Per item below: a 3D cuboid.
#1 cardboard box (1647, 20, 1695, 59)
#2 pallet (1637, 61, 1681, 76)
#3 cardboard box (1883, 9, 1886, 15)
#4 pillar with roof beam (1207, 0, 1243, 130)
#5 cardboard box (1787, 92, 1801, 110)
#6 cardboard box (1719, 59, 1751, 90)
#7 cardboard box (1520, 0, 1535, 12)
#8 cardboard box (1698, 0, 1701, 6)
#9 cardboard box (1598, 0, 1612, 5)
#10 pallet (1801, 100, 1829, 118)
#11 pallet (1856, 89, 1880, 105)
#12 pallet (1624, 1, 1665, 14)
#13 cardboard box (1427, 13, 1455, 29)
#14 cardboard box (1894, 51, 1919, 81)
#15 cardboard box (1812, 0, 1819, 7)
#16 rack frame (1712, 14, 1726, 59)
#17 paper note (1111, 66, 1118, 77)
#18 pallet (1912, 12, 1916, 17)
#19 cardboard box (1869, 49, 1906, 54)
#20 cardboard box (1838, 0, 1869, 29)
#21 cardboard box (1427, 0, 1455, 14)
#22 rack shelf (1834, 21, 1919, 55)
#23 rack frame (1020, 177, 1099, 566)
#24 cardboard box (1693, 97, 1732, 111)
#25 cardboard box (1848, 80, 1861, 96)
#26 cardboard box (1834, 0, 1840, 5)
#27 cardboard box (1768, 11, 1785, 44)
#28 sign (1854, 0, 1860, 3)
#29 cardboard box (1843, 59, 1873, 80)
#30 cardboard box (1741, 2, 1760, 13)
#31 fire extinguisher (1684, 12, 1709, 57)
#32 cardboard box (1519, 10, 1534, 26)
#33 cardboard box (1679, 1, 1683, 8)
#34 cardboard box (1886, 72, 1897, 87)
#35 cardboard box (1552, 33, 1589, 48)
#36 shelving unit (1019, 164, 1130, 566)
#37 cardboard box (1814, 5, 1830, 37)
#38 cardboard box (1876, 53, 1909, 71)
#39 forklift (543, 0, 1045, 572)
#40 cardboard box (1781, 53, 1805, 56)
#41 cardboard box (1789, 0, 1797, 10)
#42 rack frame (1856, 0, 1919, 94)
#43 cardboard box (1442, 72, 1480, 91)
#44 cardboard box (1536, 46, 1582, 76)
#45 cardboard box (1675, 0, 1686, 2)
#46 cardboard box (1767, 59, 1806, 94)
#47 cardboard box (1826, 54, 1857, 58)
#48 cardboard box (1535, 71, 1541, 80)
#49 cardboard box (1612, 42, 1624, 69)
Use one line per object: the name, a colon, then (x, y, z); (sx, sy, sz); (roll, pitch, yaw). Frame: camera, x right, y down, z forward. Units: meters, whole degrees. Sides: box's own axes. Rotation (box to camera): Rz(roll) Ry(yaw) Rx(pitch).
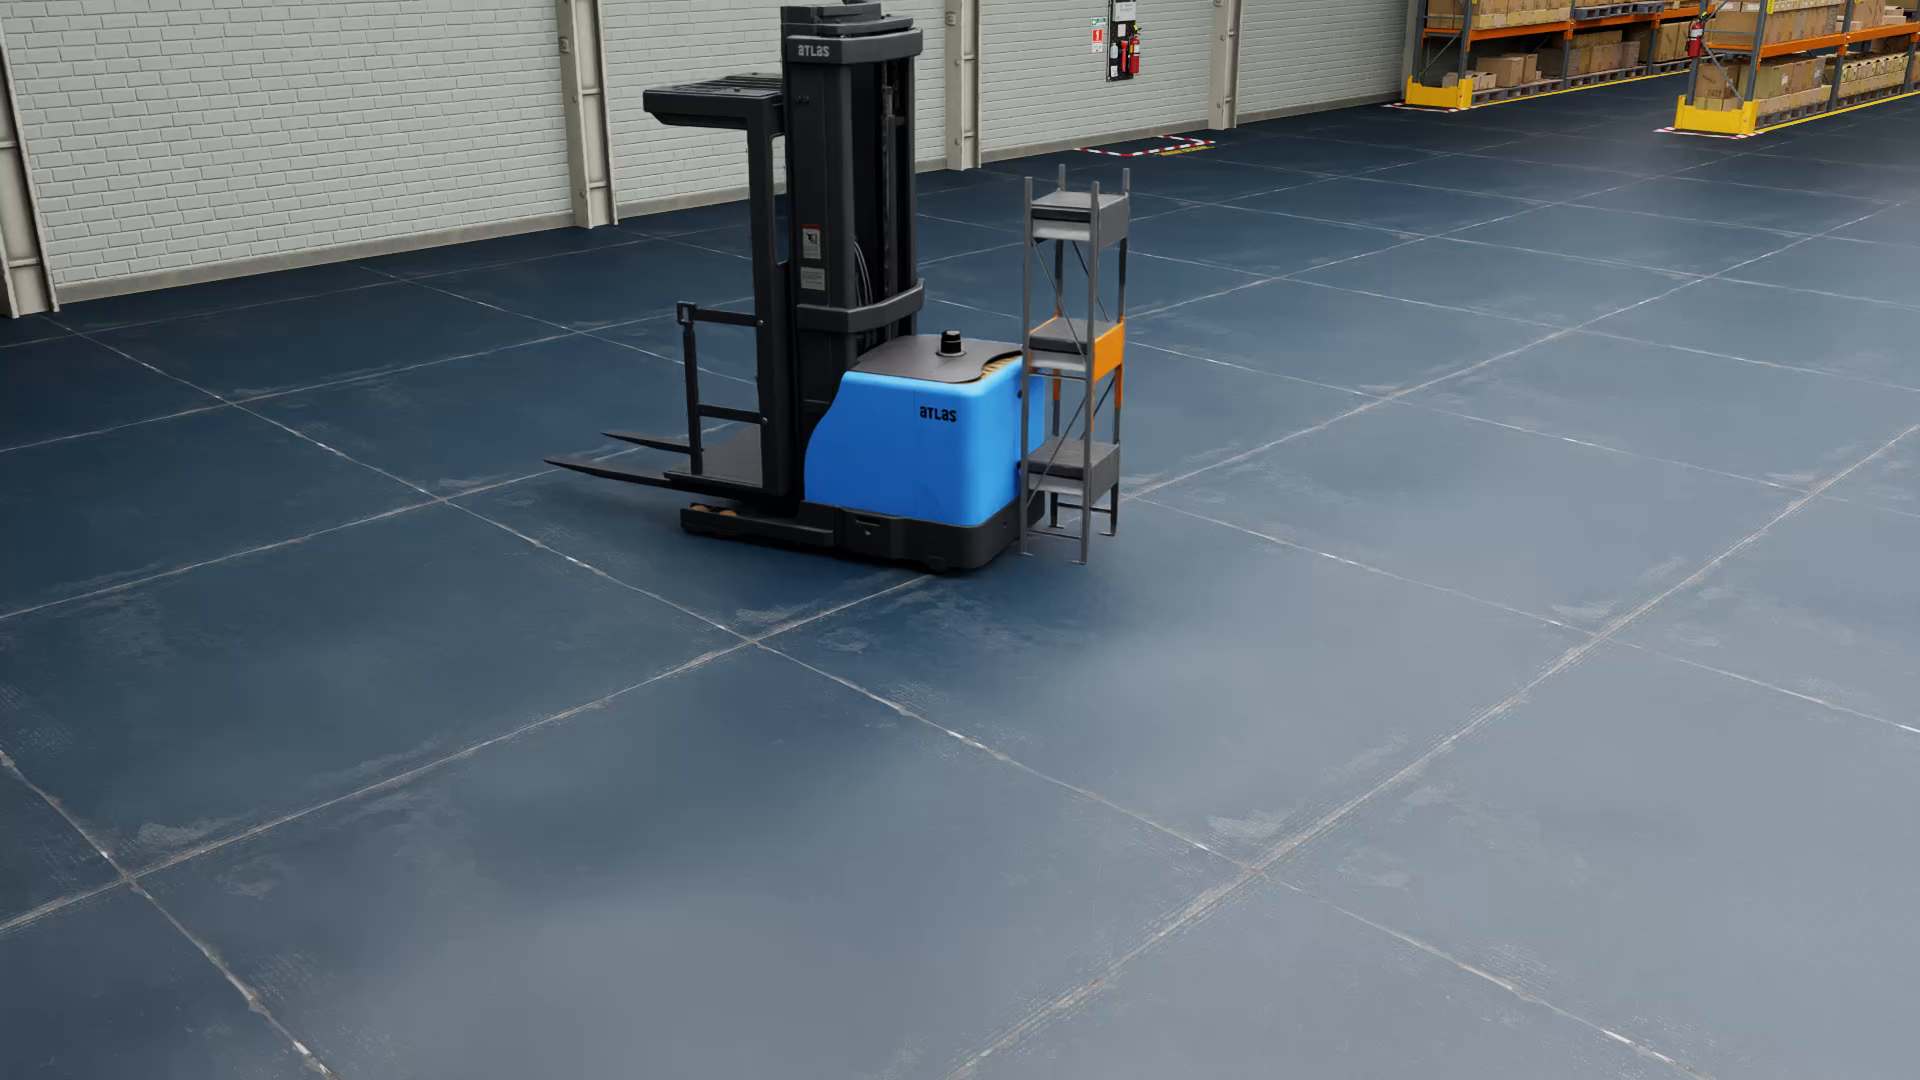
cardboard box: (15.353, -10.846, 36.022); (0.750, 0.750, 0.750); (19, 28, 40)
pallet: (14.734, -10.156, 35.702); (1.003, 0.211, 1.213); (19, 28, 41)
cardboard box: (16.919, -9.812, 31.045); (0.500, 0.311, 0.500); (19, 28, 40)
pillar with roof beam: (7.316, -9.794, 22.513); (9.100, 9.000, 0.400); (19, 28, 41)
cardboard box: (13.682, -7.358, 27.784); (0.500, 0.250, 0.500); (19, 28, 41)
cardboard box: (12.949, -7.714, 27.665); (0.500, 0.500, 0.500); (19, 28, 41)
cardboard box: (10.166, -9.945, 30.405); (0.500, 0.500, 0.500); (-19, 28, -40)
cardboard box: (15.970, -11.720, 36.209); (0.380, 0.149, 0.250); (18, 28, 39)
cardboard box: (12.551, -10.938, 33.100); (0.500, 0.500, 0.700); (-16, 26, -35)
pallet: (14.306, -7.511, 28.821); (1.003, 0.211, 1.213); (19, 28, 41)
pallet: (16.228, -8.219, 30.664); (1.003, 0.211, 1.213); (19, 28, 41)
pallet: (13.709, -10.974, 34.212); (1.213, 0.211, 1.003); (19, 28, 41)
cardboard box: (8.736, -9.325, 29.836); (0.500, 0.250, 0.500); (-20, 28, -41)
cardboard box: (18.204, -9.119, 31.989); (0.500, 0.500, 0.500); (-19, 28, -40)
cardboard box: (13.968, -8.906, 27.522); (0.250, 0.149, 0.380); (-19, 28, -41)
rack frame: (16.920, -12.302, 37.399); (1.000, 3.000, 0.127); (19, 28, 41)
paper note: (2.308, -7.006, 24.849); (0.016, 0.148, 0.142); (19, 28, 41)
pallet: (19.035, -10.446, 32.839); (1.003, 0.211, 1.213); (19, 28, 41)
cardboard box: (18.166, -9.372, 32.649); (0.500, 0.500, 0.500); (-19, 28, -40)
cardboard box: (15.806, -9.382, 29.663); (0.500, 0.500, 0.500); (-18, 27, -38)
cardboard box: (8.726, -9.681, 29.716); (0.500, 0.500, 0.500); (19, 28, 40)
rack shelf: (16.286, -9.185, 30.292); (1.077, 0.370, 4.000); (19, 28, 41)
rack frame: (0.522, -0.870, 8.911); (0.400, 2.100, 0.015); (9, 23, 22)
cardboard box: (12.263, -7.103, 27.120); (0.500, 0.250, 0.500); (19, 28, 41)
cardboard box: (15.708, -8.092, 29.693); (0.500, 0.250, 0.500); (-19, 28, -41)
cardboard box: (14.681, -9.169, 28.206); (0.380, 0.149, 0.250); (19, 28, 40)
cardboard box: (12.799, -8.278, 26.791); (0.500, 0.500, 0.700); (-19, 28, -41)
sign: (15.290, -9.309, 28.296); (0.100, 0.325, 0.005); (19, 28, 41)
cardboard box: (16.071, -8.485, 29.936); (0.500, 0.311, 0.500); (18, 27, 39)
cardboard box: (12.529, -8.375, 26.138); (0.380, 0.149, 0.250); (19, 28, 40)
fire extinguisher: (11.686, -8.028, 26.388); (0.296, 0.674, 0.183); (19, 28, 41)
cardboard box: (10.183, -9.598, 30.547); (0.500, 0.250, 0.500); (20, 28, 41)
cardboard box: (15.216, -11.466, 35.548); (0.250, 0.149, 0.380); (-19, 28, -41)
cardboard box: (17.132, -8.617, 31.061); (0.500, 0.250, 0.500); (19, 28, 40)
cardboard box: (12.146, -9.941, 33.084); (0.500, 0.250, 0.500); (19, 28, 40)
shelving unit: (0.621, -0.950, 9.119); (0.431, 2.100, 0.503); (9, 23, 22)
cardboard box: (14.223, -8.800, 28.150); (0.700, 0.500, 0.500); (19, 28, 40)
cardboard box: (17.493, -9.013, 31.308); (0.500, 0.311, 0.500); (-19, 28, -41)
forklift: (-1.061, -1.533, 9.477); (3.031, 2.935, 1.130); (10, 23, 23)
cardboard box: (14.343, -8.228, 29.003); (0.500, 0.500, 0.500); (19, 28, 41)
cardboard box: (13.248, -8.640, 26.830); (0.380, 0.149, 0.250); (18, 27, 39)
rack frame: (17.682, -10.035, 31.501); (1.000, 3.000, 0.127); (19, 28, 41)
cardboard box: (9.096, -8.323, 30.181); (0.500, 0.311, 0.500); (15, 26, 35)
cardboard box: (11.841, -9.477, 32.921); (0.500, 0.500, 0.700); (-19, 28, -40)
cardboard box: (15.024, -11.661, 35.152); (0.500, 0.500, 0.500); (-19, 28, -40)
cardboard box: (13.683, -7.708, 27.649); (0.500, 0.500, 0.500); (19, 28, 41)
cardboard box: (16.388, -8.880, 30.963); (0.500, 0.311, 0.500); (18, 28, 39)
cardboard box: (10.988, -8.983, 32.101); (0.380, 0.166, 0.250); (15, 26, 34)
cardboard box: (13.222, -10.011, 34.309); (0.700, 0.500, 0.500); (19, 28, 41)
